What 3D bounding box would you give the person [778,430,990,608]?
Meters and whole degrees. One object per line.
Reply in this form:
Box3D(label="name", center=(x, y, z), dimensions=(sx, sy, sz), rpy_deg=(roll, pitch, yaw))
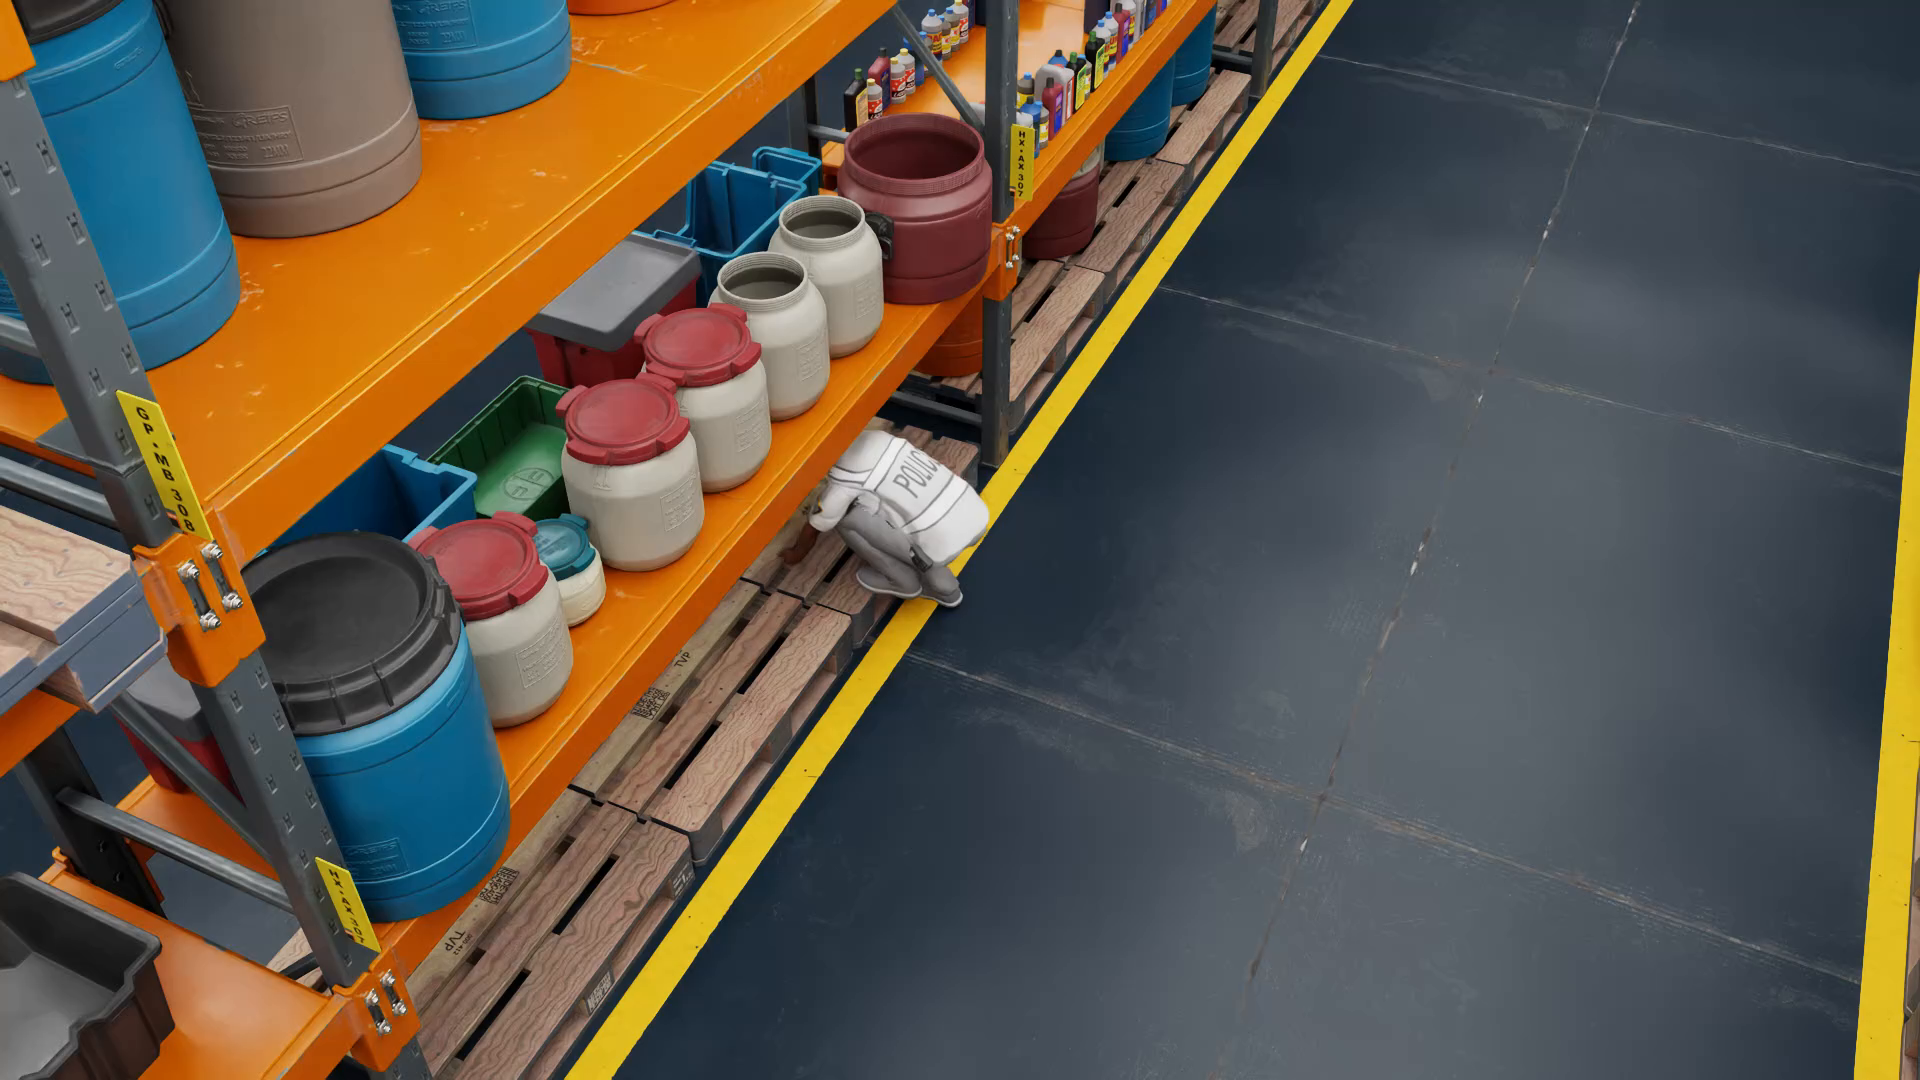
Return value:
Box3D(label="person", center=(-0.324, -0.066, 6.806), dimensions=(0.886, 0.899, 0.479), rpy_deg=(21, 46, 22))
